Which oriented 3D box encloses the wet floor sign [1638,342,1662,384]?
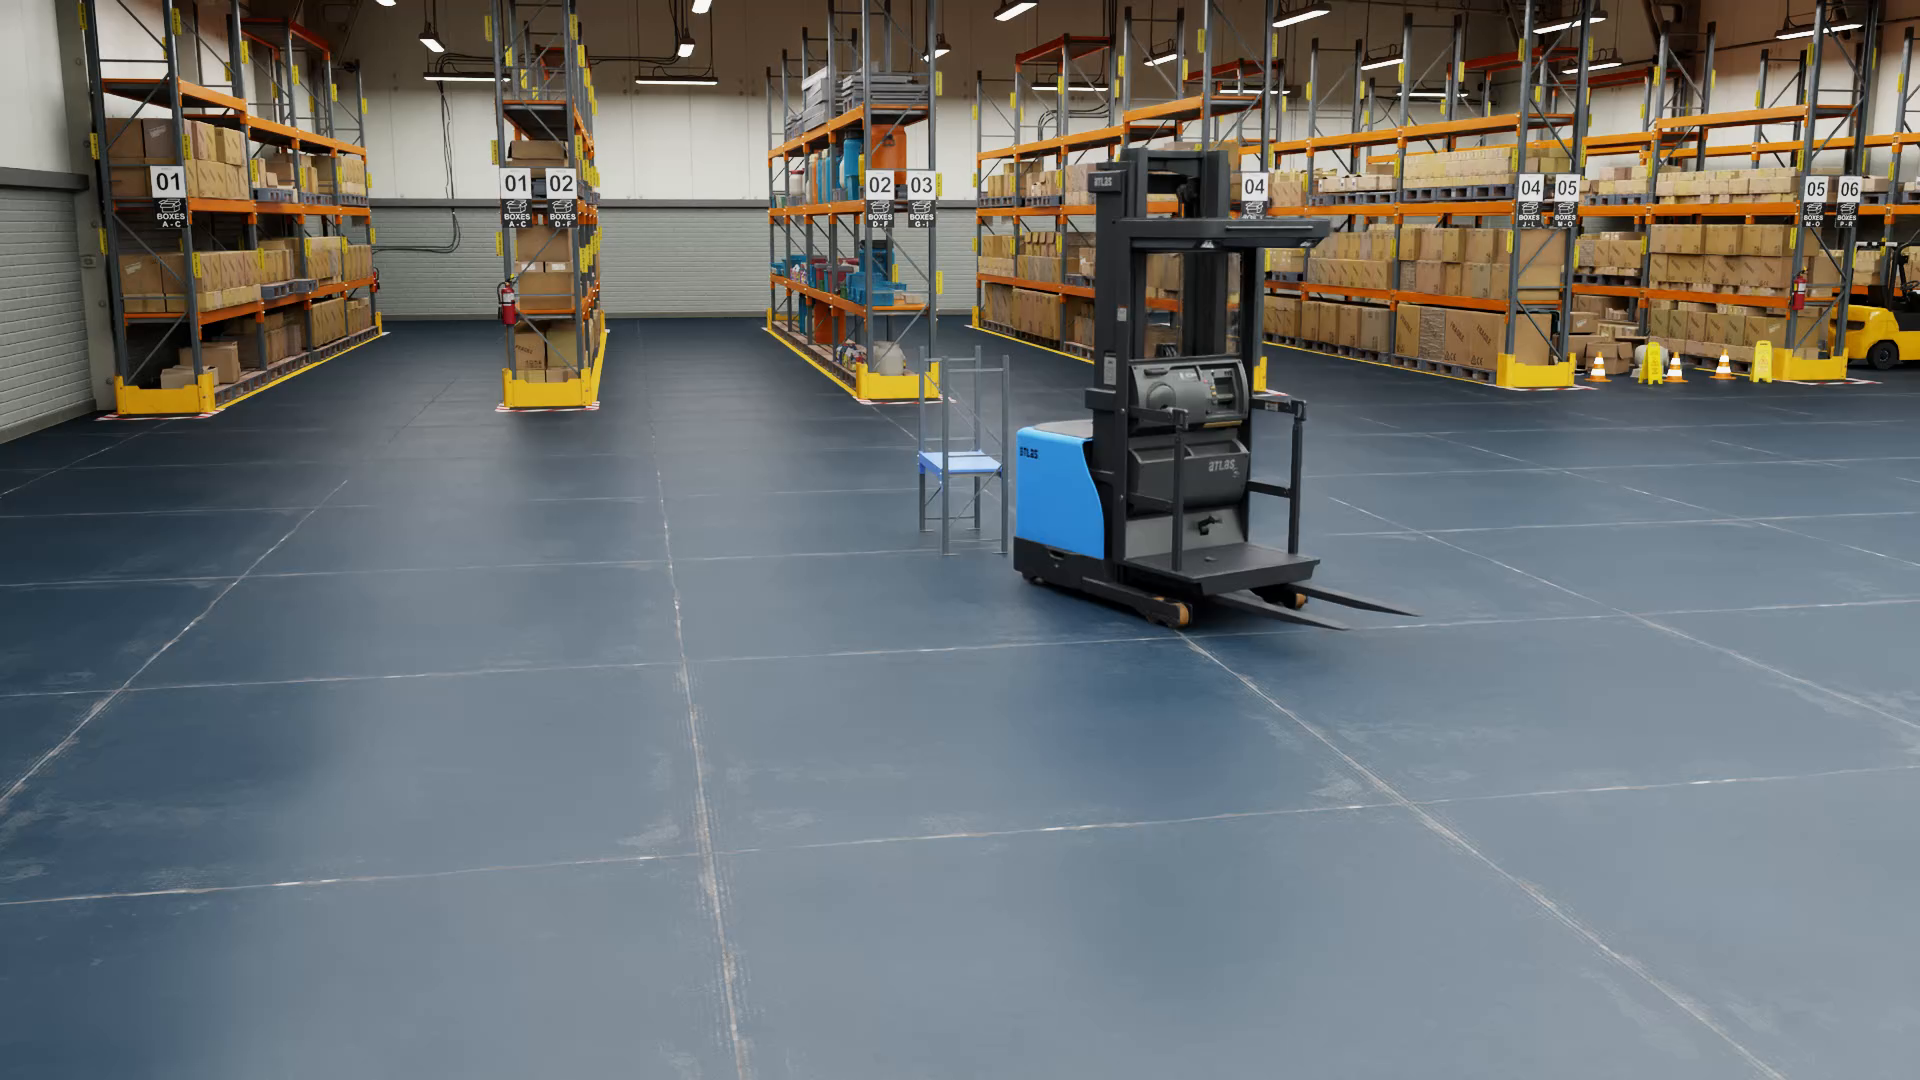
[{"bbox_3d":[10.849,-2.780,26.074,0.267,0.644,0.232,-4,12,-21],"label":"wet floor sign"}]

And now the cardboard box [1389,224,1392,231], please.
[{"bbox_3d":[10.653,-7.595,40.402,0.380,0.149,0.250,-2,11,-10],"label":"cardboard box"}]

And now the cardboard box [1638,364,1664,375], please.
[{"bbox_3d":[11.501,-2.834,27.690,0.380,0.149,0.250,4,11,18],"label":"cardboard box"}]

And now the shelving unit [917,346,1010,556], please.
[{"bbox_3d":[0.017,-0.721,12.974,0.538,1.500,1.048,-2,11,-11],"label":"shelving unit"}]

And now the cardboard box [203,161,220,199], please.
[{"bbox_3d":[-10.554,-4.965,22.916,0.500,0.500,0.500,-2,11,-8],"label":"cardboard box"}]

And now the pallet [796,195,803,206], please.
[{"bbox_3d":[-2.704,-6.761,33.178,1.003,0.211,1.213,-2,11,-11],"label":"pallet"}]

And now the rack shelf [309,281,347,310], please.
[{"bbox_3d":[-12.505,-4.648,31.517,1.077,0.370,4.000,-2,11,-11],"label":"rack shelf"}]

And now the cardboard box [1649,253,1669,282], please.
[{"bbox_3d":[12.771,-4.906,29.887,0.500,0.500,0.500,-2,11,-11],"label":"cardboard box"}]

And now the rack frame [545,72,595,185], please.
[{"bbox_3d":[-8.813,-9.230,37.621,1.000,3.000,0.127,-2,11,-11],"label":"rack frame"}]

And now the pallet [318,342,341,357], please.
[{"bbox_3d":[-12.429,-3.635,31.731,1.003,0.211,1.213,-2,11,-11],"label":"pallet"}]

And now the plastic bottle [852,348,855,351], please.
[{"bbox_3d":[-1.723,-2.952,26.802,0.097,0.271,0.097,0,11,0],"label":"plastic bottle"}]

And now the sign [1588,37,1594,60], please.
[{"bbox_3d":[9.447,-7.372,24.941,0.100,0.325,0.005,-2,11,-11],"label":"sign"}]

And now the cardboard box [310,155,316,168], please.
[{"bbox_3d":[-13.259,-7.511,33.621,0.500,0.500,0.500,-2,11,-11],"label":"cardboard box"}]

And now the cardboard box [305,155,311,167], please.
[{"bbox_3d":[-12.851,-7.309,32.103,0.500,0.250,0.500,-1,11,-7],"label":"cardboard box"}]

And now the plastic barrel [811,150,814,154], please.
[{"bbox_3d":[-2.694,-7.347,33.288,0.600,0.901,0.708,-2,11,-11],"label":"plastic barrel"}]

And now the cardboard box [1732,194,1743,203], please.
[{"bbox_3d":[13.172,-5.709,27.819,0.380,0.149,0.250,-2,11,-13],"label":"cardboard box"}]

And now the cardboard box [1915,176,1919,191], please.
[{"bbox_3d":[17.750,-6.506,30.184,0.500,0.311,0.500,-2,11,-10],"label":"cardboard box"}]

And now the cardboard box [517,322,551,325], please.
[{"bbox_3d":[-6.591,-3.118,25.779,0.500,0.500,0.500,-2,11,-11],"label":"cardboard box"}]

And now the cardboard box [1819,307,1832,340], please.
[{"bbox_3d":[17.571,-4.260,32.786,0.875,0.625,0.625,-2,11,-12],"label":"cardboard box"}]

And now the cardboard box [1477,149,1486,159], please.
[{"bbox_3d":[8.354,-6.056,26.120,0.380,0.149,0.250,-2,11,-10],"label":"cardboard box"}]

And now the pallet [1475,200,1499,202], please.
[{"bbox_3d":[11.783,-7.237,35.680,1.003,0.211,1.213,-2,11,-8],"label":"pallet"}]

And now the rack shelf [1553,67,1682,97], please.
[{"bbox_3d":[15.882,-11.043,40.185,1.077,0.370,4.000,-2,11,-11],"label":"rack shelf"}]

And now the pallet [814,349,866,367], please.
[{"bbox_3d":[-2.052,-3.258,29.749,1.003,0.211,1.213,-2,11,-11],"label":"pallet"}]

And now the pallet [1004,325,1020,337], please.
[{"bbox_3d":[1.611,-4.681,37.225,1.003,0.211,1.213,-2,11,-11],"label":"pallet"}]

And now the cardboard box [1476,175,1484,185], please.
[{"bbox_3d":[8.357,-5.663,26.188,0.380,0.149,0.250,-2,11,-10],"label":"cardboard box"}]

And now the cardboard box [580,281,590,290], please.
[{"bbox_3d":[-6.812,-4.537,29.683,0.380,0.149,0.250,-2,11,-11],"label":"cardboard box"}]

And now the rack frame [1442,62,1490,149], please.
[{"bbox_3d":[11.403,-9.216,37.549,1.000,3.000,0.127,-2,11,-11],"label":"rack frame"}]

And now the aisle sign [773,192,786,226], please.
[{"bbox_3d":[-4.259,-7.741,38.894,0.394,0.787,0.004,-2,11,-11],"label":"aisle sign"}]

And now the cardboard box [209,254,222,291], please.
[{"bbox_3d":[-10.444,-3.661,22.752,0.500,0.500,0.500,-2,11,-11],"label":"cardboard box"}]

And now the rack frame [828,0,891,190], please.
[{"bbox_3d":[-1.620,-7.208,27.001,1.000,3.000,0.127,-2,11,-11],"label":"rack frame"}]

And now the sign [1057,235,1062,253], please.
[{"bbox_3d":[1.917,-5.723,32.145,0.100,0.325,0.005,-2,11,-11],"label":"sign"}]

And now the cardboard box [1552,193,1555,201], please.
[{"bbox_3d":[12.125,-6.832,33.406,0.396,0.266,0.258,-2,11,-11],"label":"cardboard box"}]

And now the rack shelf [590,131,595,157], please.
[{"bbox_3d":[-8.424,-8.508,35.761,1.077,0.370,4.000,-2,11,-11],"label":"rack shelf"}]

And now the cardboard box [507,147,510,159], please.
[{"bbox_3d":[-6.283,-5.574,24.665,0.797,0.503,0.637,-1,11,-5],"label":"cardboard box"}]

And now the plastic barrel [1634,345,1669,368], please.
[{"bbox_3d":[11.850,-3.126,28.489,0.512,0.421,0.421,6,12,28],"label":"plastic barrel"}]

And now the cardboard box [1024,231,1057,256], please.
[{"bbox_3d":[1.815,-6.333,35.500,0.797,0.503,0.637,-2,11,-12],"label":"cardboard box"}]

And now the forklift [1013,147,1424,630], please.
[{"bbox_3d":[1.606,-0.989,10.553,1.130,2.935,3.031,-7,13,-33],"label":"forklift"}]

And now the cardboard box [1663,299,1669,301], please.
[{"bbox_3d":[16.338,-5.527,38.041,0.380,0.149,0.250,-2,11,-12],"label":"cardboard box"}]

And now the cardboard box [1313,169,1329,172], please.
[{"bbox_3d":[7.348,-7.459,34.029,0.396,0.266,0.258,-2,11,-11],"label":"cardboard box"}]

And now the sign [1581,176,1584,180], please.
[{"bbox_3d":[12.714,-7.282,34.029,0.100,0.325,0.005,-2,11,-11],"label":"sign"}]

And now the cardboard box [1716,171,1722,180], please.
[{"bbox_3d":[13.084,-6.192,28.222,0.380,0.149,0.250,-2,11,-10],"label":"cardboard box"}]

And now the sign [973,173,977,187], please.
[{"bbox_3d":[0.359,-8.565,39.601,0.100,0.325,0.005,-2,11,-11],"label":"sign"}]

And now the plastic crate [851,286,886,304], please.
[{"bbox_3d":[-1.354,-3.655,24.773,0.499,0.251,0.408,-2,11,-11],"label":"plastic crate"}]

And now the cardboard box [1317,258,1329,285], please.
[{"bbox_3d":[7.269,-5.200,32.230,0.500,0.500,0.500,-2,11,-12],"label":"cardboard box"}]

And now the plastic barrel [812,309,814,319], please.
[{"bbox_3d":[-2.730,-4.313,33.158,0.600,0.588,0.708,-2,11,-11],"label":"plastic barrel"}]

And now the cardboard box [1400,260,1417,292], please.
[{"bbox_3d":[8.207,-4.609,28.991,0.875,0.550,0.550,-2,11,-11],"label":"cardboard box"}]

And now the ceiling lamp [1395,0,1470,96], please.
[{"bbox_3d":[12.688,-13.405,43.948,2.000,3.185,0.800,-2,11,-11],"label":"ceiling lamp"}]

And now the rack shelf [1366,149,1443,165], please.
[{"bbox_3d":[11.014,-9.033,39.581,1.077,0.370,4.000,-2,11,-11],"label":"rack shelf"}]

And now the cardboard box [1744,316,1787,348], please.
[{"bbox_3d":[13.325,-3.429,27.417,0.500,0.500,0.500,-2,11,-11],"label":"cardboard box"}]

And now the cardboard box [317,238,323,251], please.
[{"bbox_3d":[-12.158,-5.491,30.899,0.500,0.250,0.500,-2,11,-11],"label":"cardboard box"}]

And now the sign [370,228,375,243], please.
[{"bbox_3d":[-13.137,-6.804,37.192,0.100,0.325,0.005,-2,11,-11],"label":"sign"}]

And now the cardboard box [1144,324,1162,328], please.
[{"bbox_3d":[3.140,-3.543,29.296,0.700,0.500,0.500,-3,11,-15],"label":"cardboard box"}]

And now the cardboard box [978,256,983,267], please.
[{"bbox_3d":[0.733,-6.617,39.543,0.500,0.250,0.500,-2,11,-13],"label":"cardboard box"}]

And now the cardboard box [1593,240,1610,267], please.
[{"bbox_3d":[12.452,-5.465,31.702,0.500,0.500,0.500,-2,11,-9],"label":"cardboard box"}]
